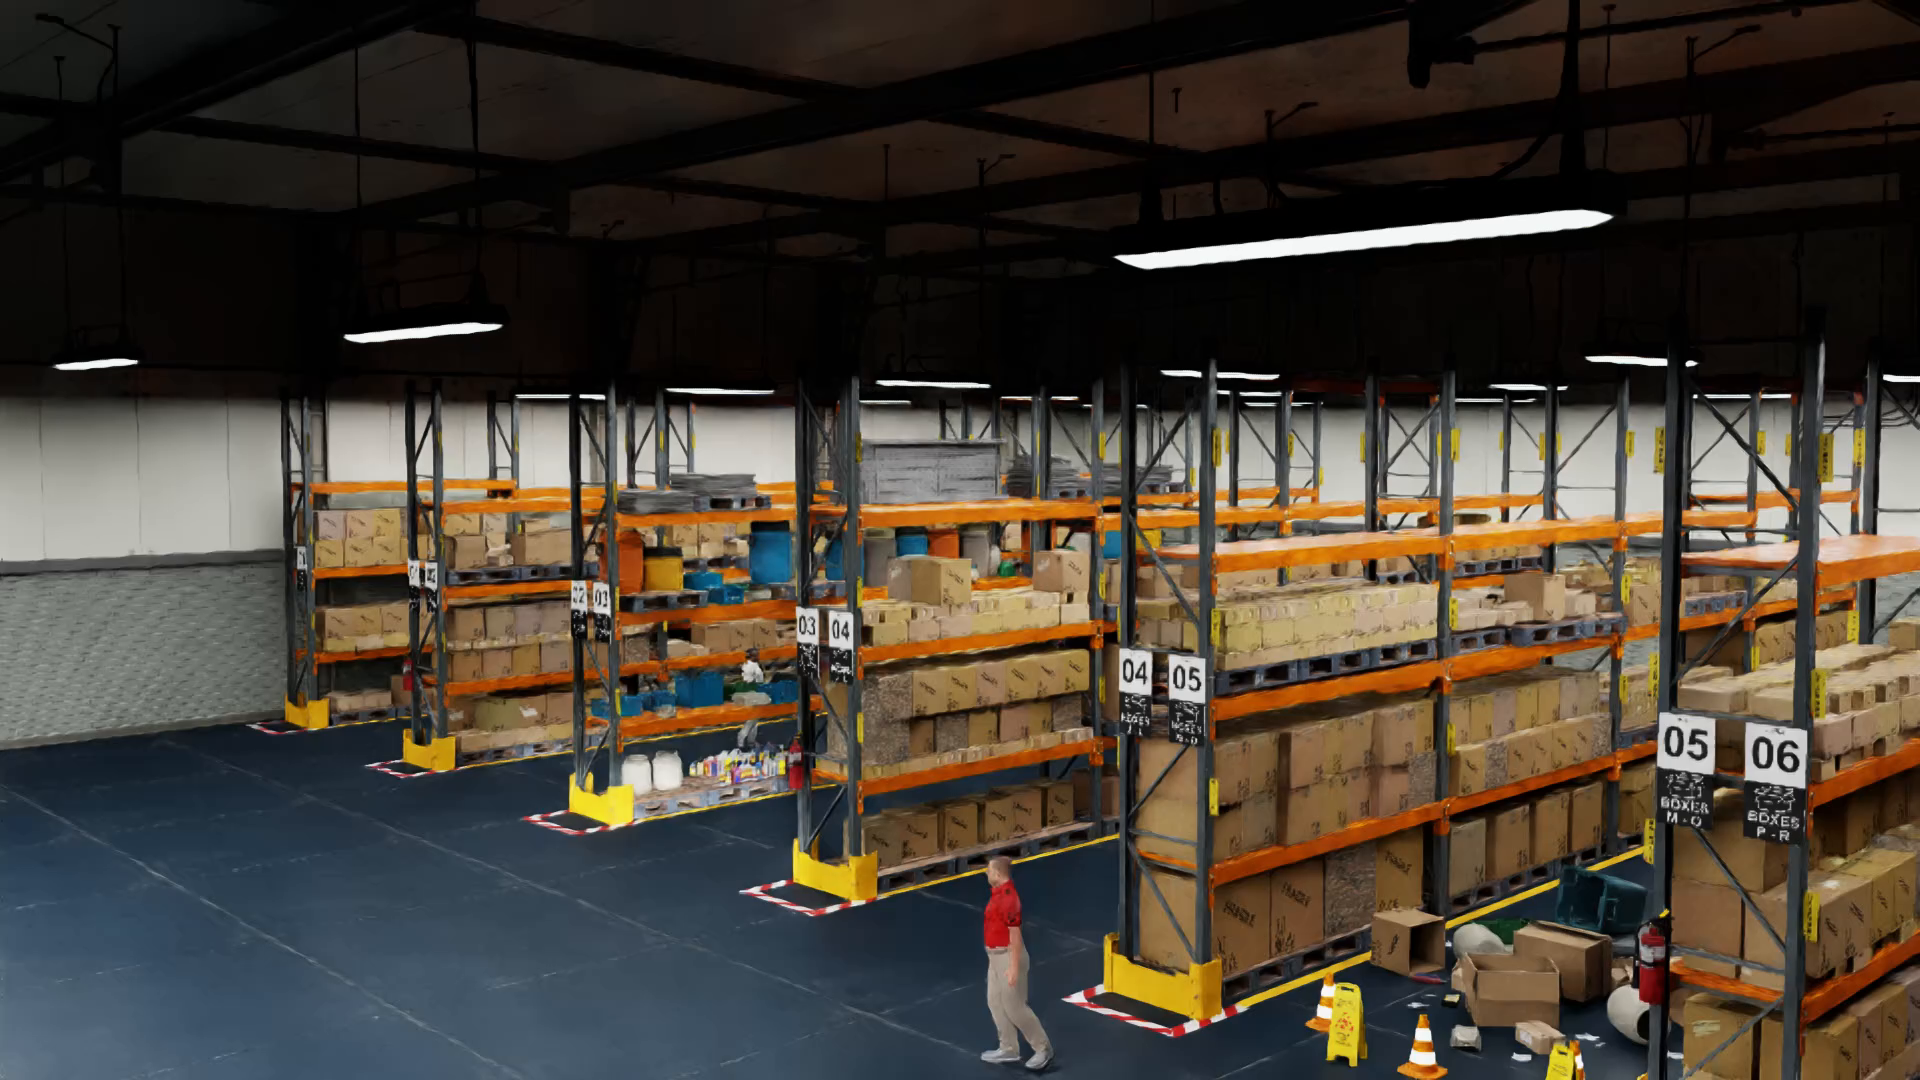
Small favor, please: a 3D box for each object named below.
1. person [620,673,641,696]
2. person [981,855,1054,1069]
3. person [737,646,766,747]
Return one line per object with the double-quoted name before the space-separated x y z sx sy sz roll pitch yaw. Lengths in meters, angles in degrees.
"person" -6.095 2.420 30.499 0.625 1.611 0.582 4 5 44
"person" 0.469 3.440 13.627 0.577 1.711 0.595 0 4 -7
"person" -3.448 2.580 27.354 0.423 1.674 0.508 1 4 18
